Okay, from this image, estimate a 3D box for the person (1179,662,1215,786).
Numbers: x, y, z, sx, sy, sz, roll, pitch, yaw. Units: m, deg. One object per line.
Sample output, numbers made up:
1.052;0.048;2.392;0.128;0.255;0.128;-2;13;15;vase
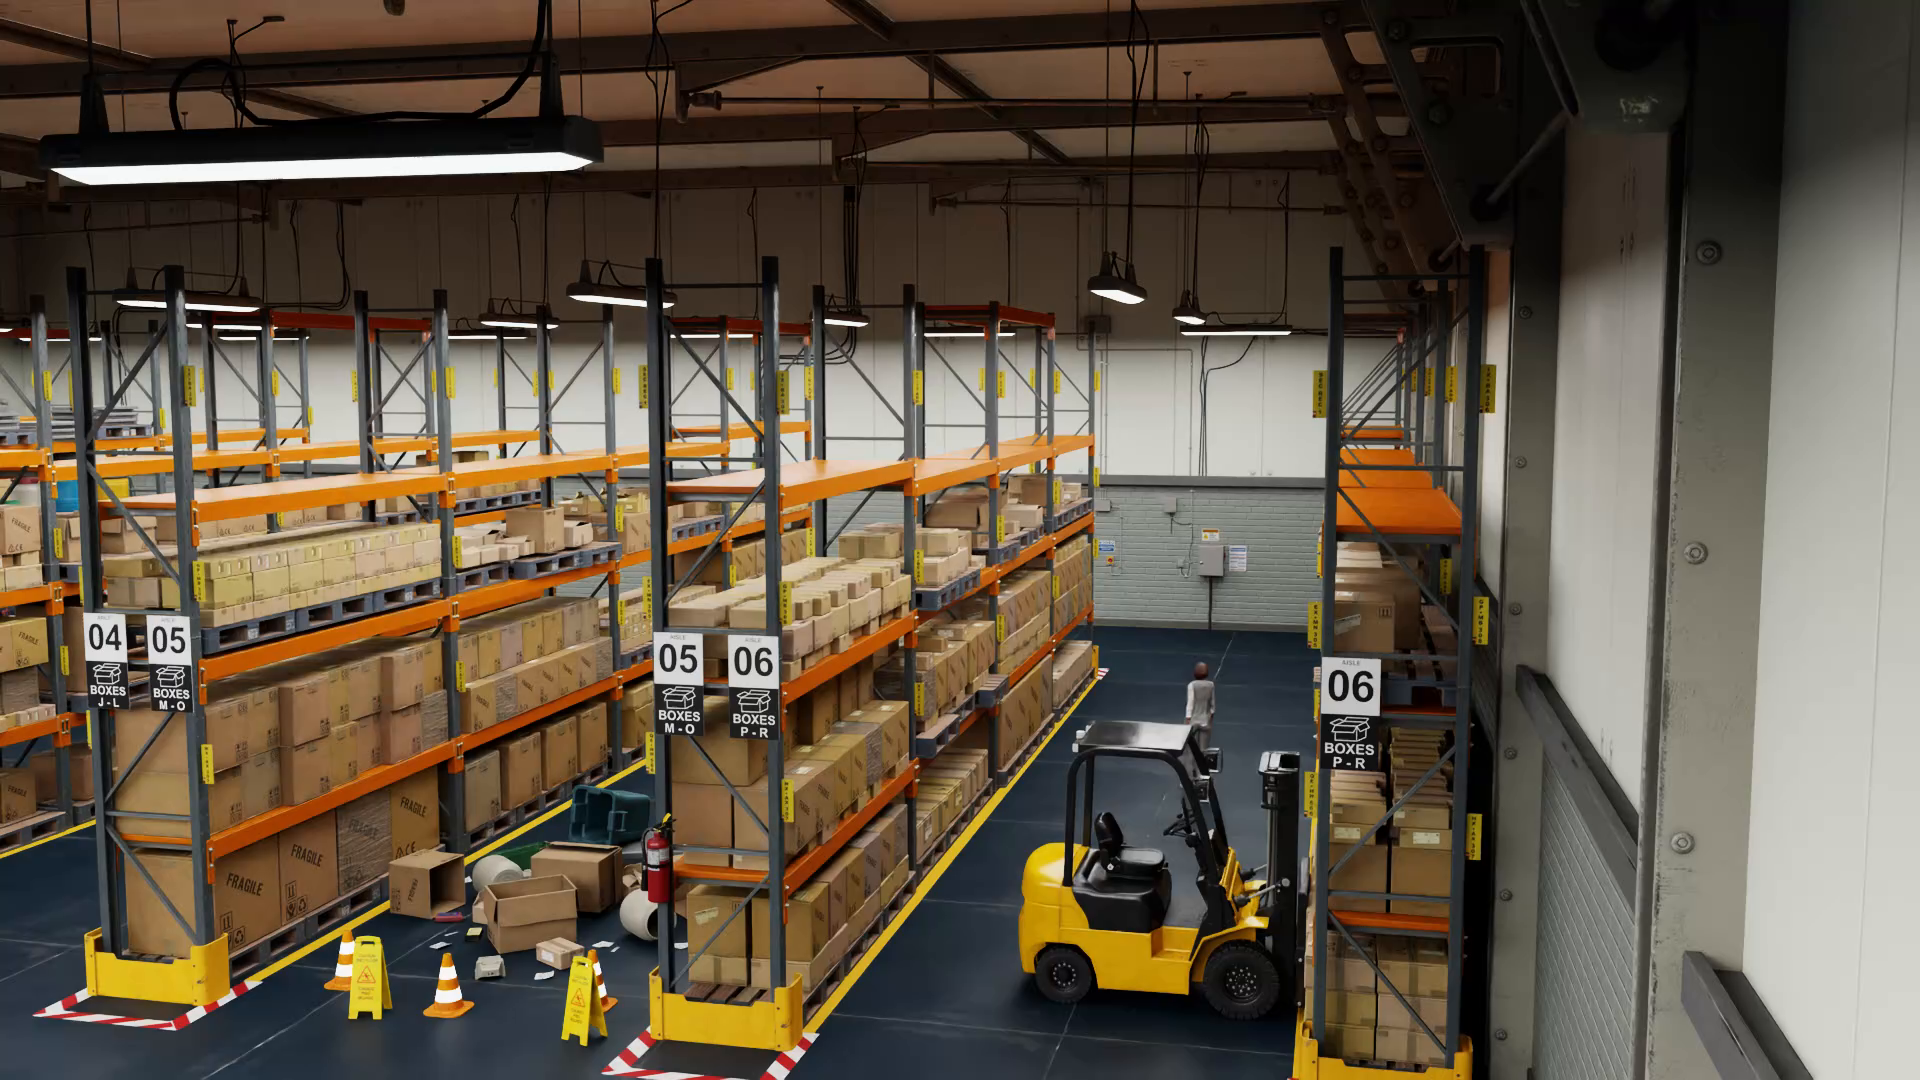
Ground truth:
2.966;2.319;20.559;0.412;1.608;0.629;0;6;-2;person
